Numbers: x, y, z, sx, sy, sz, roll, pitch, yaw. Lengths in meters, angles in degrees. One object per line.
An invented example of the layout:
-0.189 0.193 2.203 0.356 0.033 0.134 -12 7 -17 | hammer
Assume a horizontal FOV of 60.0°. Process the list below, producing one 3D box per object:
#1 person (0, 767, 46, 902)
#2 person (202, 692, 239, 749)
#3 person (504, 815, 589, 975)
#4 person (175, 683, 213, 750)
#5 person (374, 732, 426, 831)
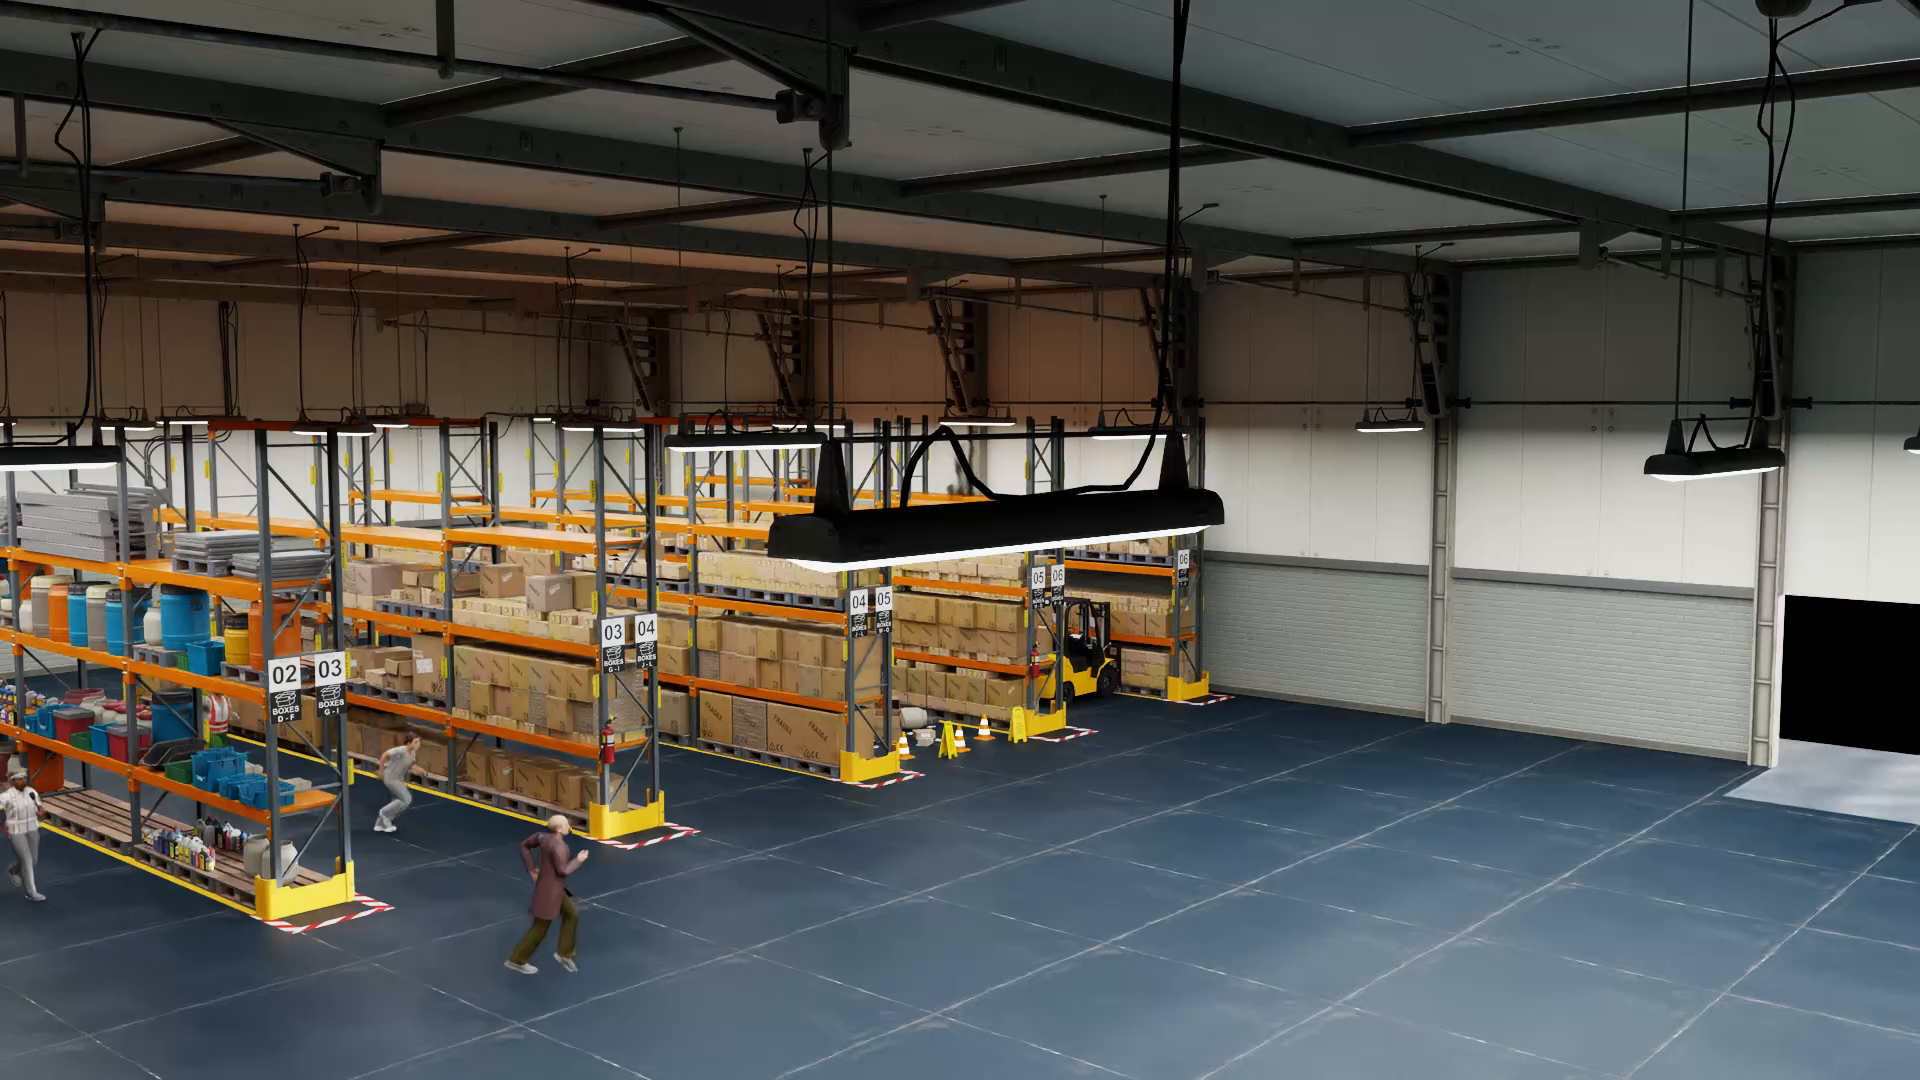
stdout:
-11.972 3.720 21.206 0.873 1.672 0.587 3 5 29 | person
-12.231 3.169 27.275 1.003 1.785 0.668 2 5 25 | person
-4.547 3.944 18.279 0.938 1.849 0.682 -2 5 -21 | person
-13.900 3.001 30.277 1.060 1.715 0.737 5 7 45 | person
-8.236 3.558 24.372 0.821 1.503 0.590 1 5 11 | person
